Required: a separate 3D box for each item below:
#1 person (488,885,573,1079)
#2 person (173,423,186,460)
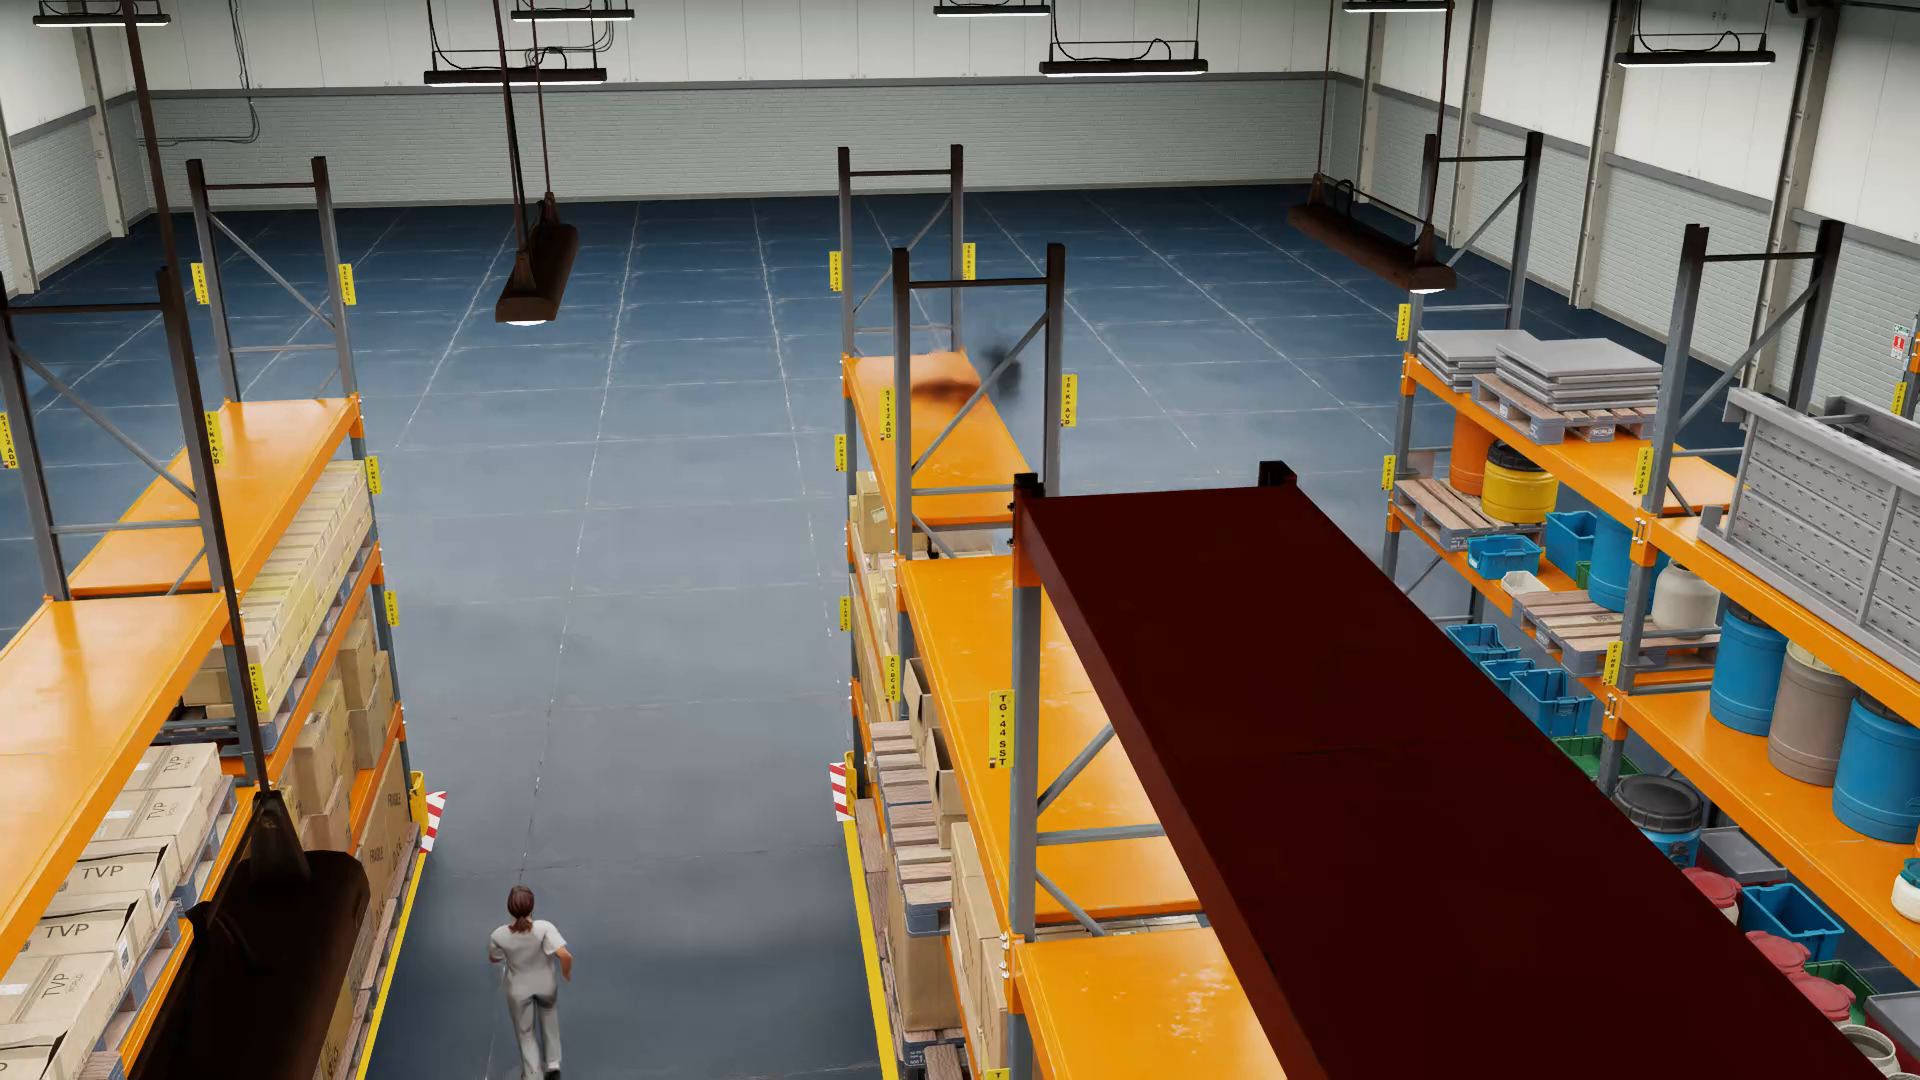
[{"bbox_3d":[-2.939,3.127,11.479,0.531,1.720,0.738,-7,23,-18],"label":"person"},{"bbox_3d":[-9.656,-0.691,21.125,0.723,1.721,0.543,8,23,19],"label":"person"}]
